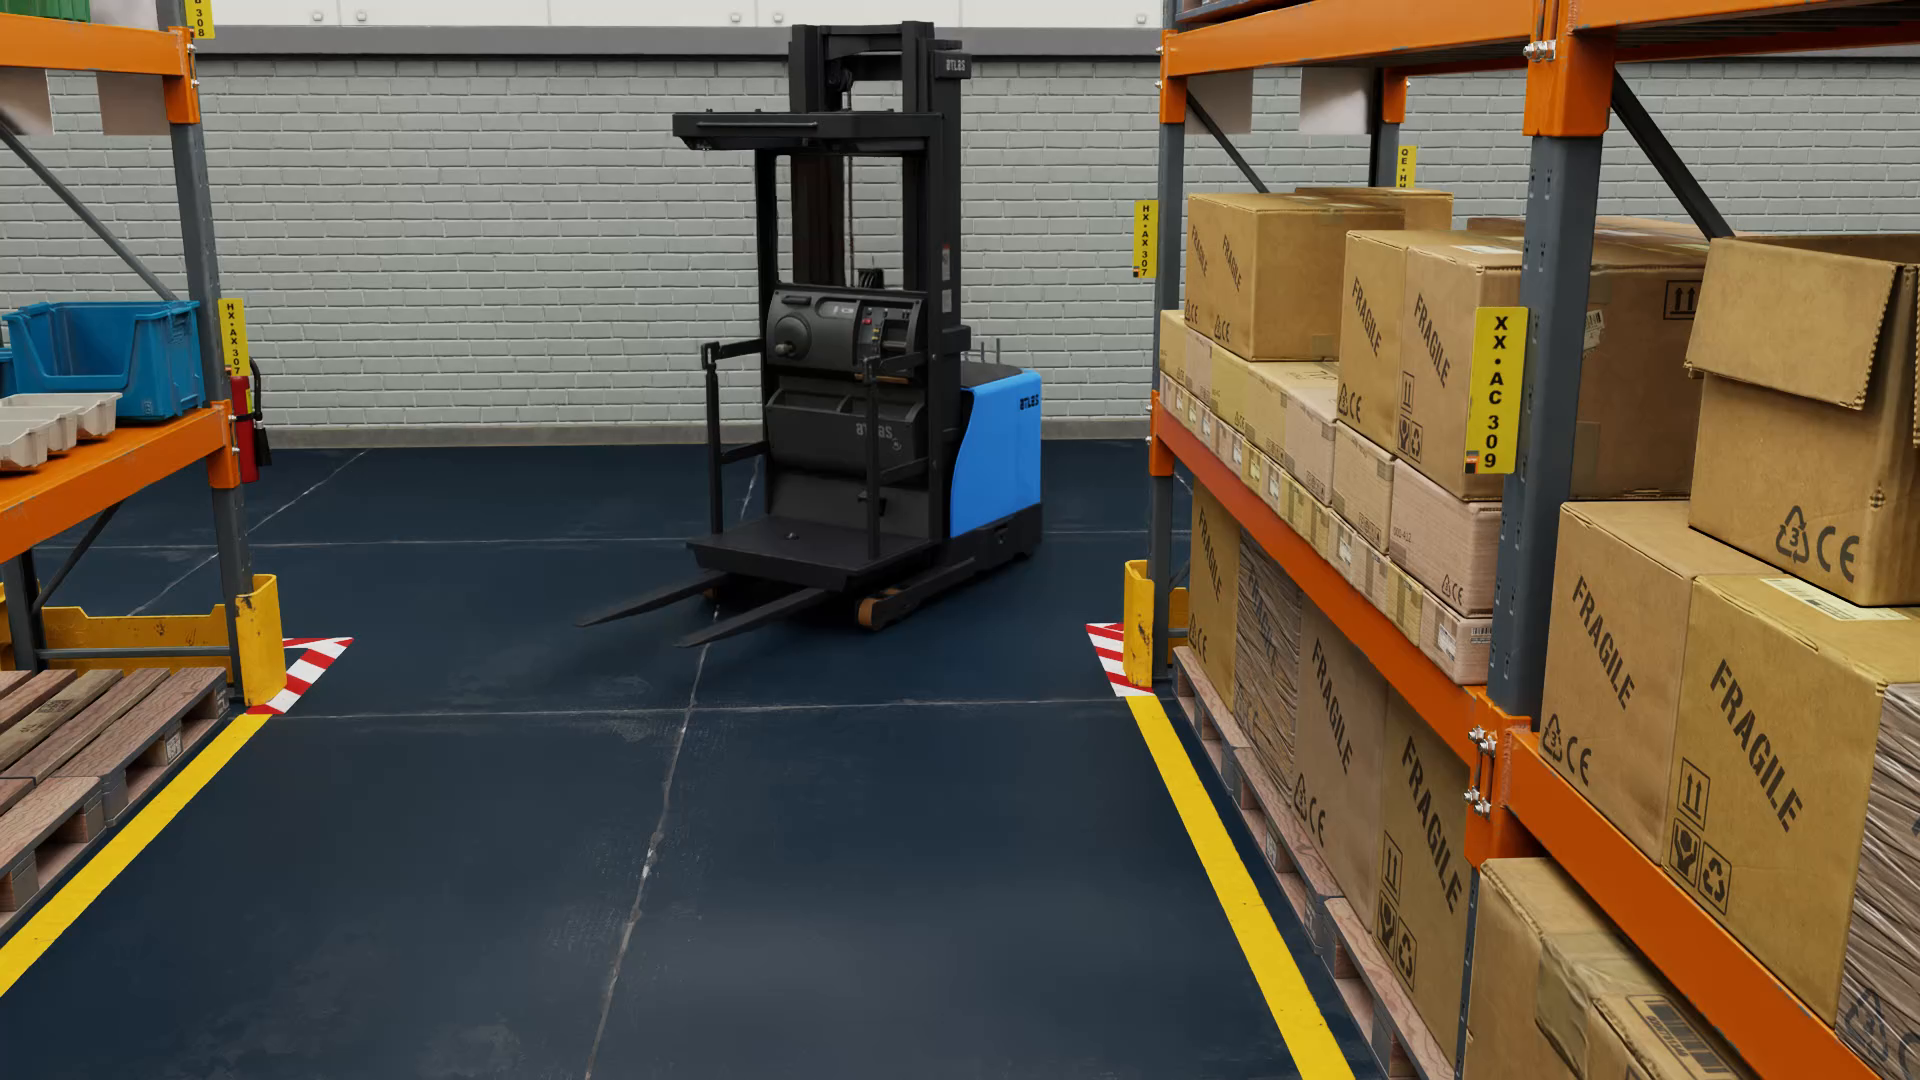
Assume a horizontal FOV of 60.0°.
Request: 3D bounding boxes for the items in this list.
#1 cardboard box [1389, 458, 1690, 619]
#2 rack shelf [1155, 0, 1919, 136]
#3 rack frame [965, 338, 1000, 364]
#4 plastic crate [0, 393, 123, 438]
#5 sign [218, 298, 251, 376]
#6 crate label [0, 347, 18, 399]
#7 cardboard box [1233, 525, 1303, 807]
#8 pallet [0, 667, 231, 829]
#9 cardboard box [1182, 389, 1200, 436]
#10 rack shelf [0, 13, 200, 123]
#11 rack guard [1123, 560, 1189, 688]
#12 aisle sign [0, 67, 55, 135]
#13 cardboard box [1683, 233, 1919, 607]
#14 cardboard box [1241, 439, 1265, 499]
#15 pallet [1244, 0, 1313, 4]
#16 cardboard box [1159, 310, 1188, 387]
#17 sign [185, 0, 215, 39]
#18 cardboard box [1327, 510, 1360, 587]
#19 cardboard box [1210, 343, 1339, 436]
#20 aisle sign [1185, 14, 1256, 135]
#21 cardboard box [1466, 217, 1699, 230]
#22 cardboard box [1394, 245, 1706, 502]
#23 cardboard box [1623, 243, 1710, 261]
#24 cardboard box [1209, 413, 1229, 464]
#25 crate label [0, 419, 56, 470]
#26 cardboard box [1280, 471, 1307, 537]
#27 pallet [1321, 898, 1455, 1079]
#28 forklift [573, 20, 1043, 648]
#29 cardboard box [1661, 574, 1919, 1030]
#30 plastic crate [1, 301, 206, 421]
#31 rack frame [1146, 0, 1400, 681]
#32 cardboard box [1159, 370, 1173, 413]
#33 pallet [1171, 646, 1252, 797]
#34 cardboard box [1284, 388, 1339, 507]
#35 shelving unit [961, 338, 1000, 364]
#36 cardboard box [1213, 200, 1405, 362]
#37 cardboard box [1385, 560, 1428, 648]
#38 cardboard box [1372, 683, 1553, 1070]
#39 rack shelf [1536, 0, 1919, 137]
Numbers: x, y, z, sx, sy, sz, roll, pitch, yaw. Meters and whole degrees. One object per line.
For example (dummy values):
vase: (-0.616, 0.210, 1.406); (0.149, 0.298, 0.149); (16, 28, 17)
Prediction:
cardboard box: (1.306, -0.018, 3.780); (0.500, 0.250, 0.500); (-1, 14, -4)
rack shelf: (1.472, -1.442, 5.036); (1.077, 0.370, 4.000); (-1, 14, -3)
rack frame: (0.134, -0.629, 10.062); (0.240, 1.200, 0.006); (9, 17, 30)
plastic crate: (-3.365, -0.460, 6.204); (0.396, 0.136, 0.243); (-1, 14, -3)
sign: (-3.048, -0.851, 6.985); (0.100, 0.325, 0.005); (-1, 14, -3)
crate label: (-3.909, -0.640, 6.711); (0.416, 0.233, 0.303); (-1, 14, -3)
cardboard box: (1.523, 0.374, 5.973); (0.875, 0.875, 0.875); (-1, 14, -3)
pallet: (-3.583, 0.797, 6.504); (1.003, 0.211, 1.213); (-1, 14, -3)
cardboard box: (1.074, -0.493, 6.427); (0.380, 0.149, 0.250); (-1, 14, -5)
rack shelf: (-3.472, -1.366, 4.739); (1.077, 0.370, 4.000); (-1, 14, -3)
rack guard: (1.346, 0.369, 7.588); (1.175, 0.500, 0.348); (-1, 14, -3)
aisle sign: (-3.897, -2.031, 6.684); (0.394, 0.787, 0.004); (-1, 14, -3)
cardboard box: (1.643, -0.216, 2.633); (0.797, 0.503, 0.637); (-1, 14, -5)
cardboard box: (1.137, -0.238, 5.435); (0.380, 0.149, 0.250); (-1, 14, -5)
pallet: (1.483, -1.757, 4.992); (1.003, 0.211, 1.213); (-1, 14, -3)
cardboard box: (1.108, -0.783, 6.755); (0.500, 0.250, 0.500); (-1, 14, -5)
sign: (-3.048, -2.173, 6.644); (0.100, 0.325, 0.005); (-1, 14, -3)
cardboard box: (1.202, 0.018, 4.439); (0.380, 0.149, 0.250); (-1, 14, -2)
cardboard box: (1.174, -0.529, 5.767); (0.500, 0.250, 0.500); (-1, 14, -5)
aisle sign: (1.044, -2.108, 6.981); (0.394, 0.787, 0.004); (-1, 14, -3)
cardboard box: (1.761, -0.650, 4.733); (0.500, 0.500, 0.500); (-1, 14, -5)
cardboard box: (1.300, -0.385, 3.704); (0.500, 0.500, 0.500); (0, 14, -2)
cardboard box: (1.821, -0.398, 3.754); (0.500, 0.500, 0.500); (-1, 14, -3)
cardboard box: (1.106, -0.365, 5.929); (0.380, 0.149, 0.250); (-1, 14, -5)
crate label: (-3.319, -0.319, 5.656); (0.396, 0.136, 0.243); (-1, 14, -3)
cardboard box: (1.170, -0.109, 4.936); (0.380, 0.149, 0.250); (-1, 14, -4)
pallet: (1.626, 1.320, 4.474); (1.003, 0.211, 1.213); (-1, 14, -3)
forklift: (-0.712, -1.098, 8.414); (1.130, 2.935, 3.031); (9, 17, 30)
cardboard box: (1.406, 0.354, 2.429); (0.500, 0.500, 0.500); (-1, 14, -3)
plastic crate: (-3.389, -0.725, 6.632); (0.616, 0.435, 0.499); (-1, 14, -3)
rack frame: (1.348, -0.835, 7.254); (1.000, 3.000, 0.127); (-1, 14, -3)
cardboard box: (1.040, -0.620, 6.922); (0.380, 0.149, 0.250); (-1, 14, -3)
pallet: (1.475, 0.713, 6.833); (1.003, 0.211, 1.213); (-1, 14, -3)
cardboard box: (1.240, -0.273, 4.773); (0.500, 0.250, 0.500); (-1, 14, -2)
shelving unit: (0.086, -0.609, 9.987); (0.258, 1.200, 0.189); (9, 17, 30)
cardboard box: (1.177, -0.893, 5.678); (0.500, 0.500, 0.500); (-1, 14, -5)
cardboard box: (1.233, 0.146, 3.943); (0.380, 0.149, 0.250); (-1, 14, -2)
cardboard box: (1.634, 0.820, 4.242); (0.875, 0.875, 0.875); (-1, 14, -3)
rack shelf: (1.719, -0.448, 1.170); (1.077, 0.370, 4.000); (-1, 14, -3)
